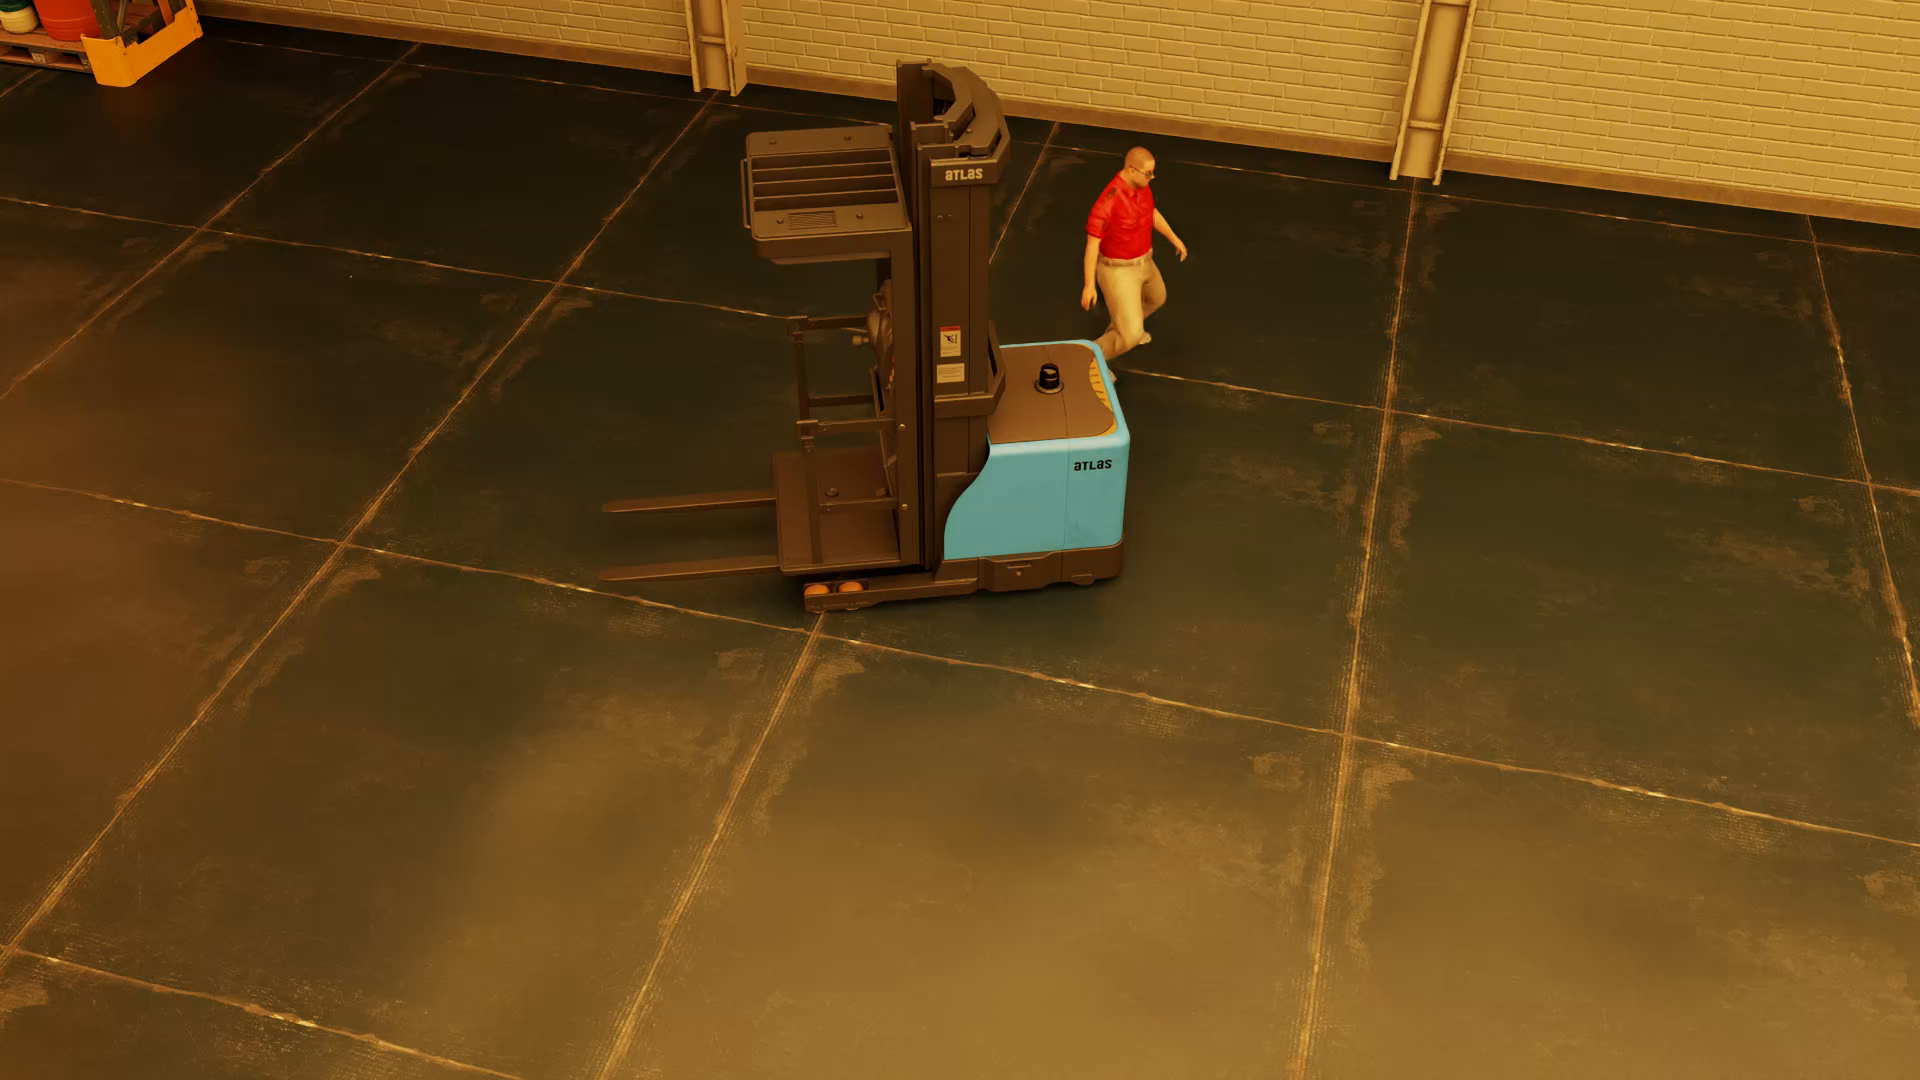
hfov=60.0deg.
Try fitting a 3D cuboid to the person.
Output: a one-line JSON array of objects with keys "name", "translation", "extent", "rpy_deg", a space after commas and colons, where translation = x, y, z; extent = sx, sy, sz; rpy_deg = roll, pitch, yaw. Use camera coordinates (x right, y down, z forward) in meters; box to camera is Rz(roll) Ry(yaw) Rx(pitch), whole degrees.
[{"name": "person", "translation": [1.118, -1.807, 10.939], "extent": [0.586, 1.627, 0.947], "rpy_deg": [28, 48, 28]}]

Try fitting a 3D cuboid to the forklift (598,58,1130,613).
[{"name": "forklift", "translation": [-0.604, -1.052, 9.062], "extent": [3.031, 2.935, 1.130], "rpy_deg": [-5, 41, -5]}]
